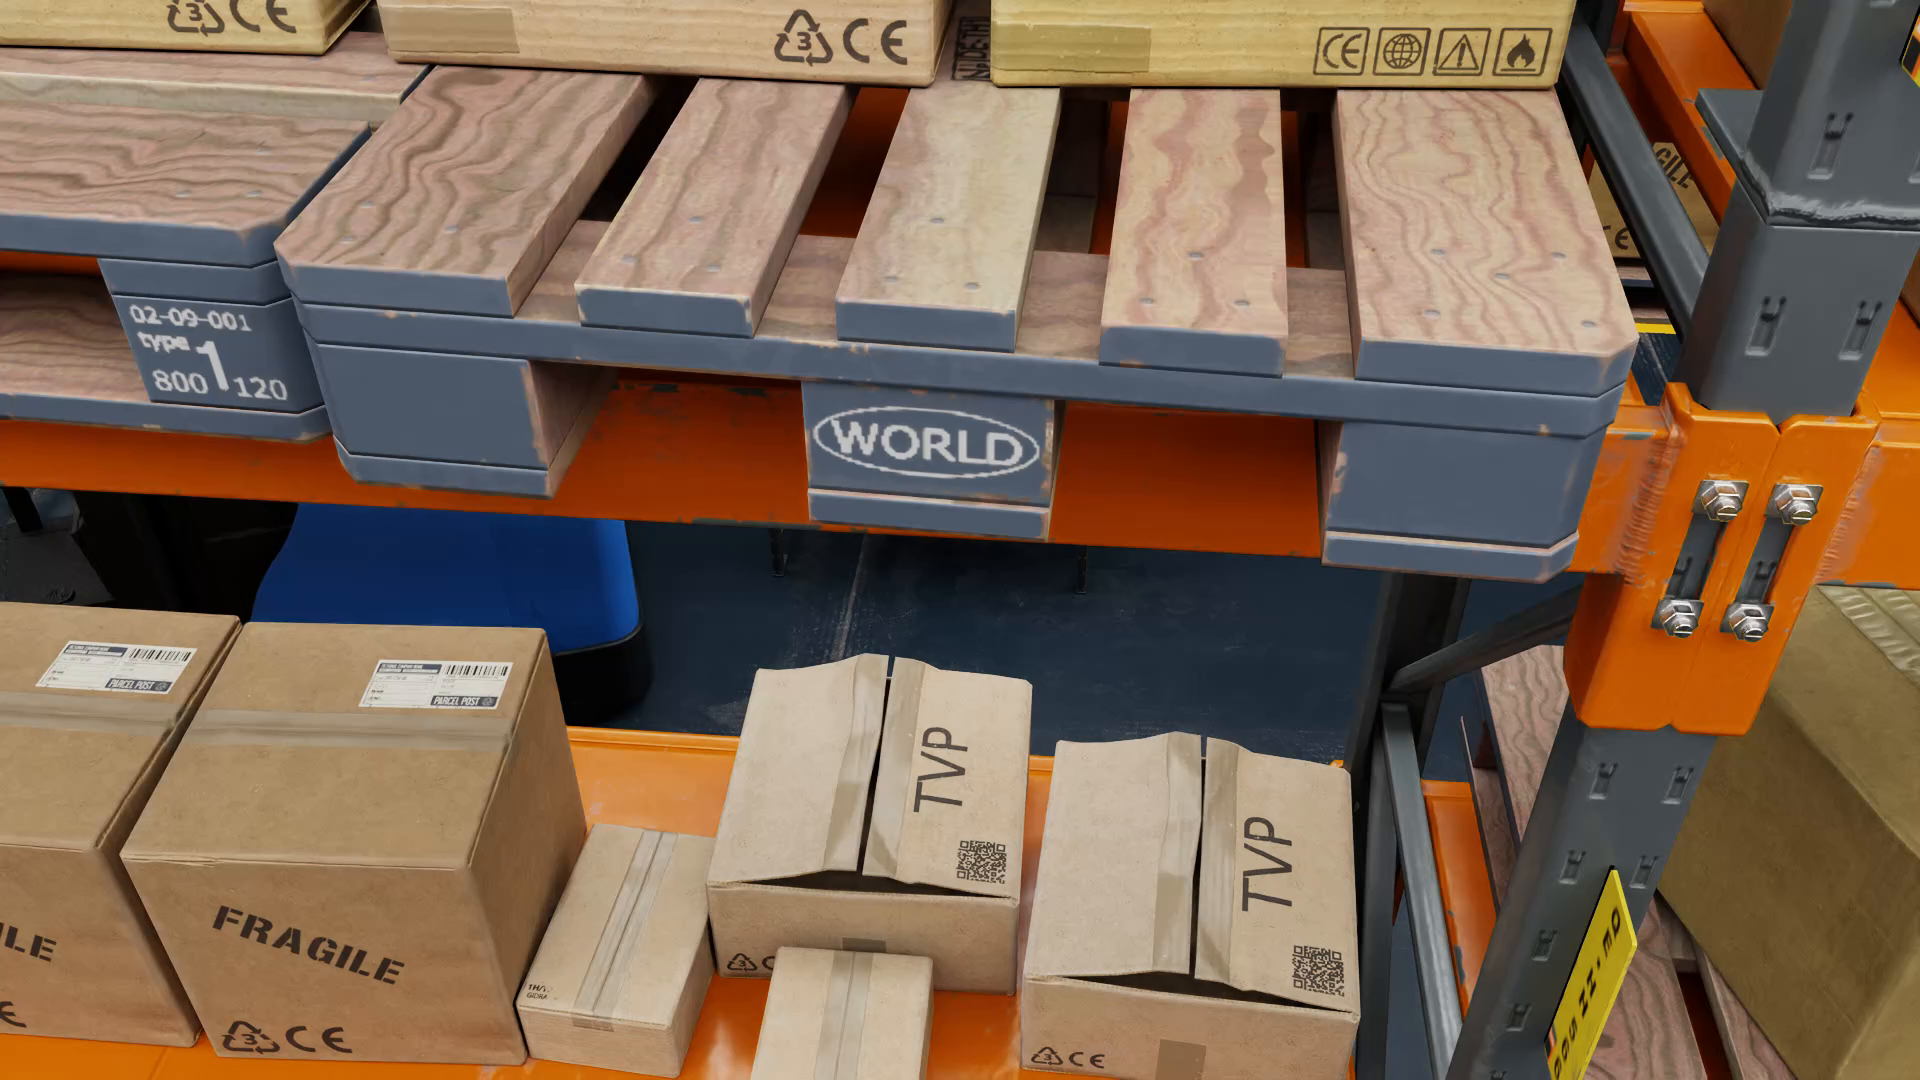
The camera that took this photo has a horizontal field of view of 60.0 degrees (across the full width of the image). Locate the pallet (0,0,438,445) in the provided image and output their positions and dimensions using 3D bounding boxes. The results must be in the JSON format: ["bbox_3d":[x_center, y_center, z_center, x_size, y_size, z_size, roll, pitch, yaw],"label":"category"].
[{"bbox_3d":[-1.062,-0.523,1.790,1.213,0.211,1.003,5,39,6],"label":"pallet"}]

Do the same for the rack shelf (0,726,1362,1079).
[{"bbox_3d":[-1.256,0.777,2.990,4.000,0.370,1.077,3,39,4],"label":"rack shelf"}]

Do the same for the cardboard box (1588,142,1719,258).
[{"bbox_3d":[2.754,-1.664,6.788,0.750,0.750,0.750,3,39,4],"label":"cardboard box"}]

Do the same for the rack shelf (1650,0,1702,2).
[{"bbox_3d":[3.153,-2.121,6.550,4.000,0.370,1.077,3,39,4],"label":"rack shelf"}]

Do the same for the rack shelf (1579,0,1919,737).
[{"bbox_3d":[2.729,-0.169,1.775,4.000,0.370,1.077,3,39,4],"label":"rack shelf"}]

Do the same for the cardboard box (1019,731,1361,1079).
[{"bbox_3d":[0.378,0.594,2.715,0.500,0.311,0.500,5,39,7],"label":"cardboard box"}]

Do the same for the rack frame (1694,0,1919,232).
[{"bbox_3d":[0.737,-1.720,0.735,0.127,3.000,1.000,3,39,4],"label":"rack frame"}]

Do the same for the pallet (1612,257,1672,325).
[{"bbox_3d":[3.151,-1.269,7.142,1.213,0.211,1.003,3,39,4],"label":"pallet"}]

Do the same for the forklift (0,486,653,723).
[{"bbox_3d":[-2.519,-0.646,4.221,3.031,2.935,1.130,-11,40,-13],"label":"forklift"}]

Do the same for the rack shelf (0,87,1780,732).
[{"bbox_3d":[-1.256,-0.387,2.043,4.000,0.370,1.077,3,39,4],"label":"rack shelf"}]

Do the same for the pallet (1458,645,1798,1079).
[{"bbox_3d":[1.418,0.674,2.698,1.003,0.211,1.213,3,39,4],"label":"pallet"}]

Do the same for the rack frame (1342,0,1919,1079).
[{"bbox_3d":[0.737,0.607,2.629,0.127,3.000,1.000,3,39,4],"label":"rack frame"}]

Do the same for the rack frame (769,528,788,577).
[{"bbox_3d":[-0.591,-0.614,5.316,0.032,1.500,0.500,3,39,4],"label":"rack frame"}]

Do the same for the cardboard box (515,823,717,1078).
[{"bbox_3d":[-0.539,0.670,2.750,0.250,0.149,0.380,6,40,7],"label":"cardboard box"}]

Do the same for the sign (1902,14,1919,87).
[{"bbox_3d":[0.681,-0.439,1.065,0.005,0.325,0.100,3,39,4],"label":"sign"}]

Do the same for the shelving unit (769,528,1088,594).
[{"bbox_3d":[-0.085,-0.586,5.282,1.048,1.500,0.538,3,39,4],"label":"shelving unit"}]

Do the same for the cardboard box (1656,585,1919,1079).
[{"bbox_3d":[1.374,0.368,2.510,0.500,0.500,0.700,-9,40,-11],"label":"cardboard box"}]

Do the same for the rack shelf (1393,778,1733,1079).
[{"bbox_3d":[2.729,0.994,2.722,4.000,0.370,1.077,3,39,4],"label":"rack shelf"}]

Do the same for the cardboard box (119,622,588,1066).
[{"bbox_3d":[-0.937,0.487,2.697,0.500,0.500,0.500,1,39,1],"label":"cardboard box"}]

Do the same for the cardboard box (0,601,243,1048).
[{"bbox_3d":[-1.461,0.458,2.732,0.500,0.500,0.500,3,39,4],"label":"cardboard box"}]

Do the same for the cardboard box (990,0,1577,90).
[{"bbox_3d":[0.280,-0.651,1.583,0.500,0.250,0.500,0,39,1],"label":"cardboard box"}]

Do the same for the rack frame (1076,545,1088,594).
[{"bbox_3d":[0.421,-0.559,5.248,0.032,1.500,0.500,3,39,4],"label":"rack frame"}]

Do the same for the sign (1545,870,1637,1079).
[{"bbox_3d":[0.692,0.507,1.834,0.005,0.325,0.100,3,39,4],"label":"sign"}]

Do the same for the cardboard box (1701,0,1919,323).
[{"bbox_3d":[1.174,-0.593,1.647,0.500,0.500,0.910,3,39,4],"label":"cardboard box"}]

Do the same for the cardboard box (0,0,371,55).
[{"bbox_3d":[-0.813,-0.706,1.652,0.500,0.250,0.500,2,39,3],"label":"cardboard box"}]

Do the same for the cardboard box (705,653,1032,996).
[{"bbox_3d":[-0.138,0.471,2.866,0.500,0.311,0.500,3,39,3],"label":"cardboard box"}]

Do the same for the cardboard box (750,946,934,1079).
[{"bbox_3d":[-0.183,0.829,2.555,0.250,0.149,0.380,3,39,4],"label":"cardboard box"}]

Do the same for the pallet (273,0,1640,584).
[{"bbox_3d":[0.053,-0.464,1.718,1.003,0.211,1.213,5,39,6],"label":"pallet"}]

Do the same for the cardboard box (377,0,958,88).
[{"bbox_3d":[-0.244,-0.668,1.605,0.500,0.250,0.500,4,39,5],"label":"cardboard box"}]
